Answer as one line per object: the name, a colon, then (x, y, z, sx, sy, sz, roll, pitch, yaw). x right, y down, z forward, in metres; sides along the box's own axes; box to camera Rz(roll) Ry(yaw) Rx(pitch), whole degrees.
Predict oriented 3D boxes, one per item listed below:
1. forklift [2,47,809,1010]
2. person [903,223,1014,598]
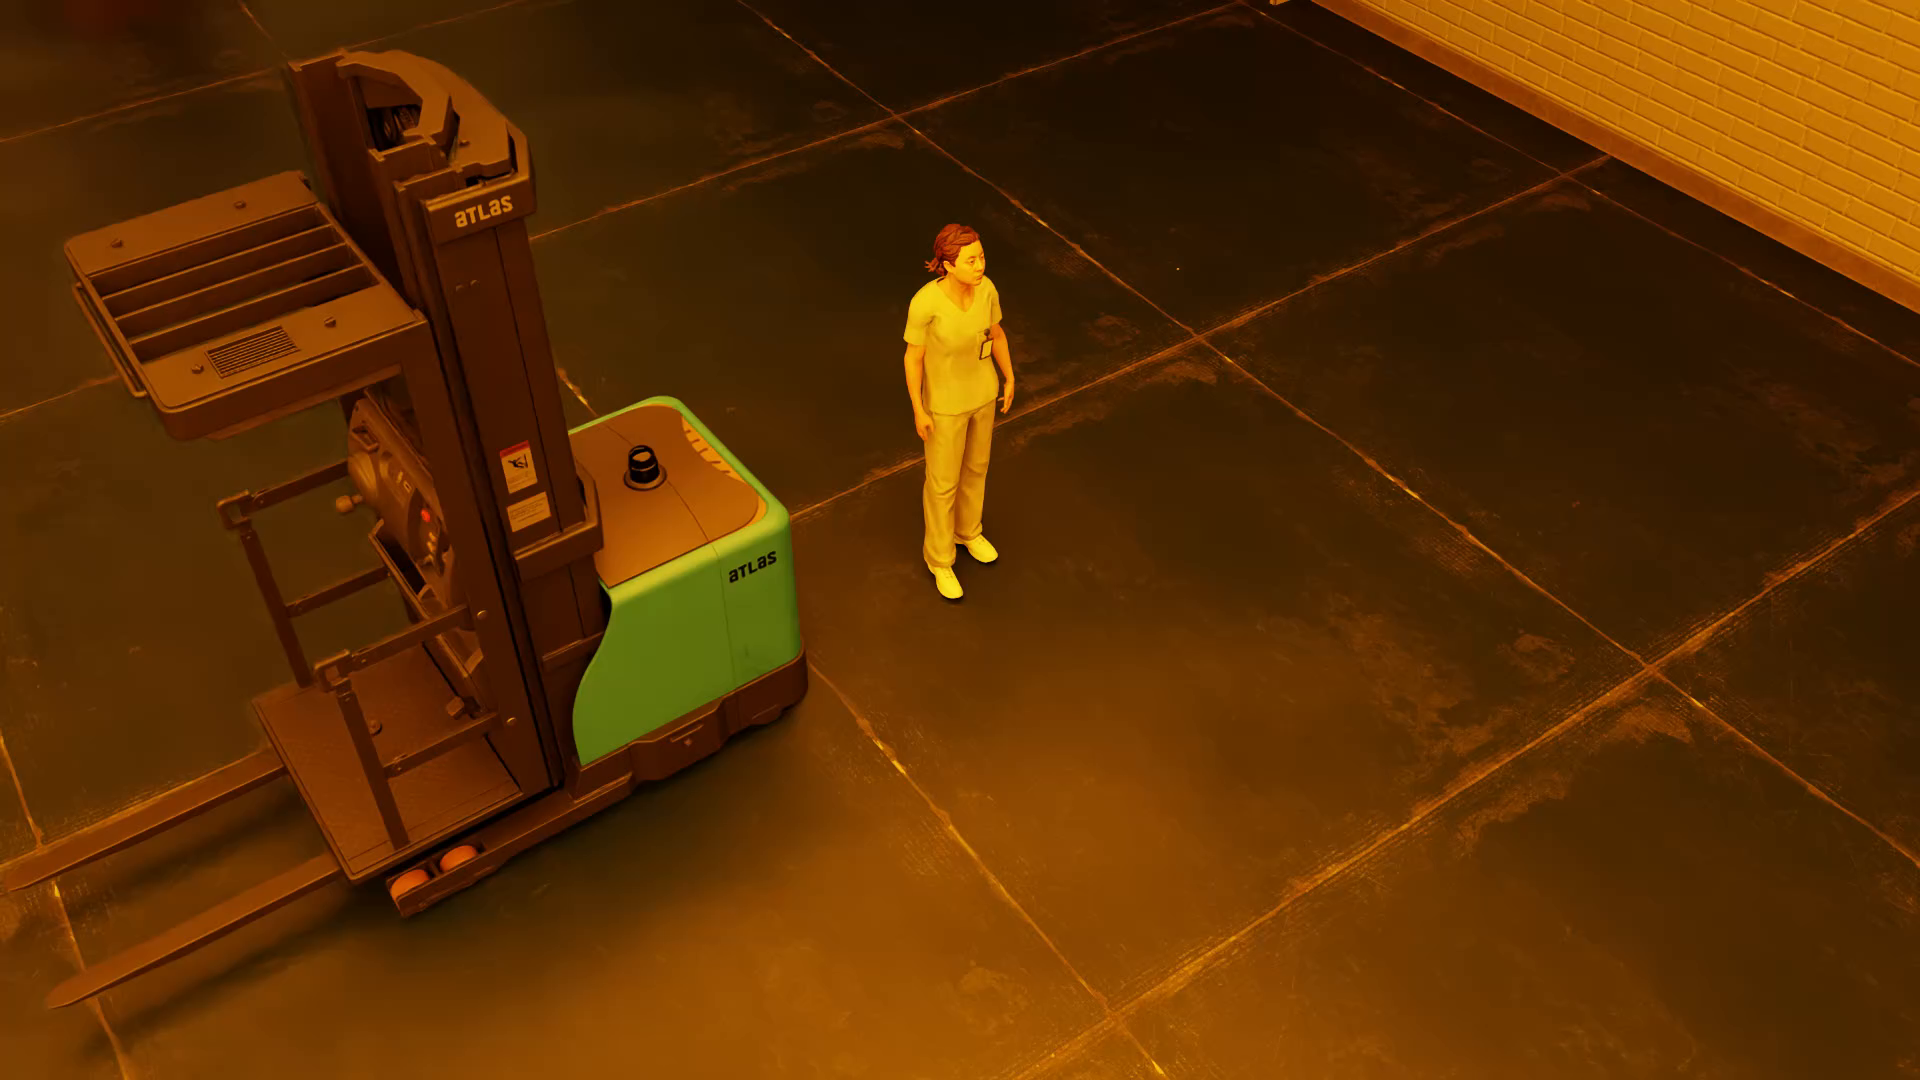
forklift: (-2.137, -0.068, 5.789, 3.031, 2.935, 1.130, -26, 49, -26)
person: (0.031, -0.575, 7.255, 0.549, 1.675, 0.549, -25, 48, -25)
